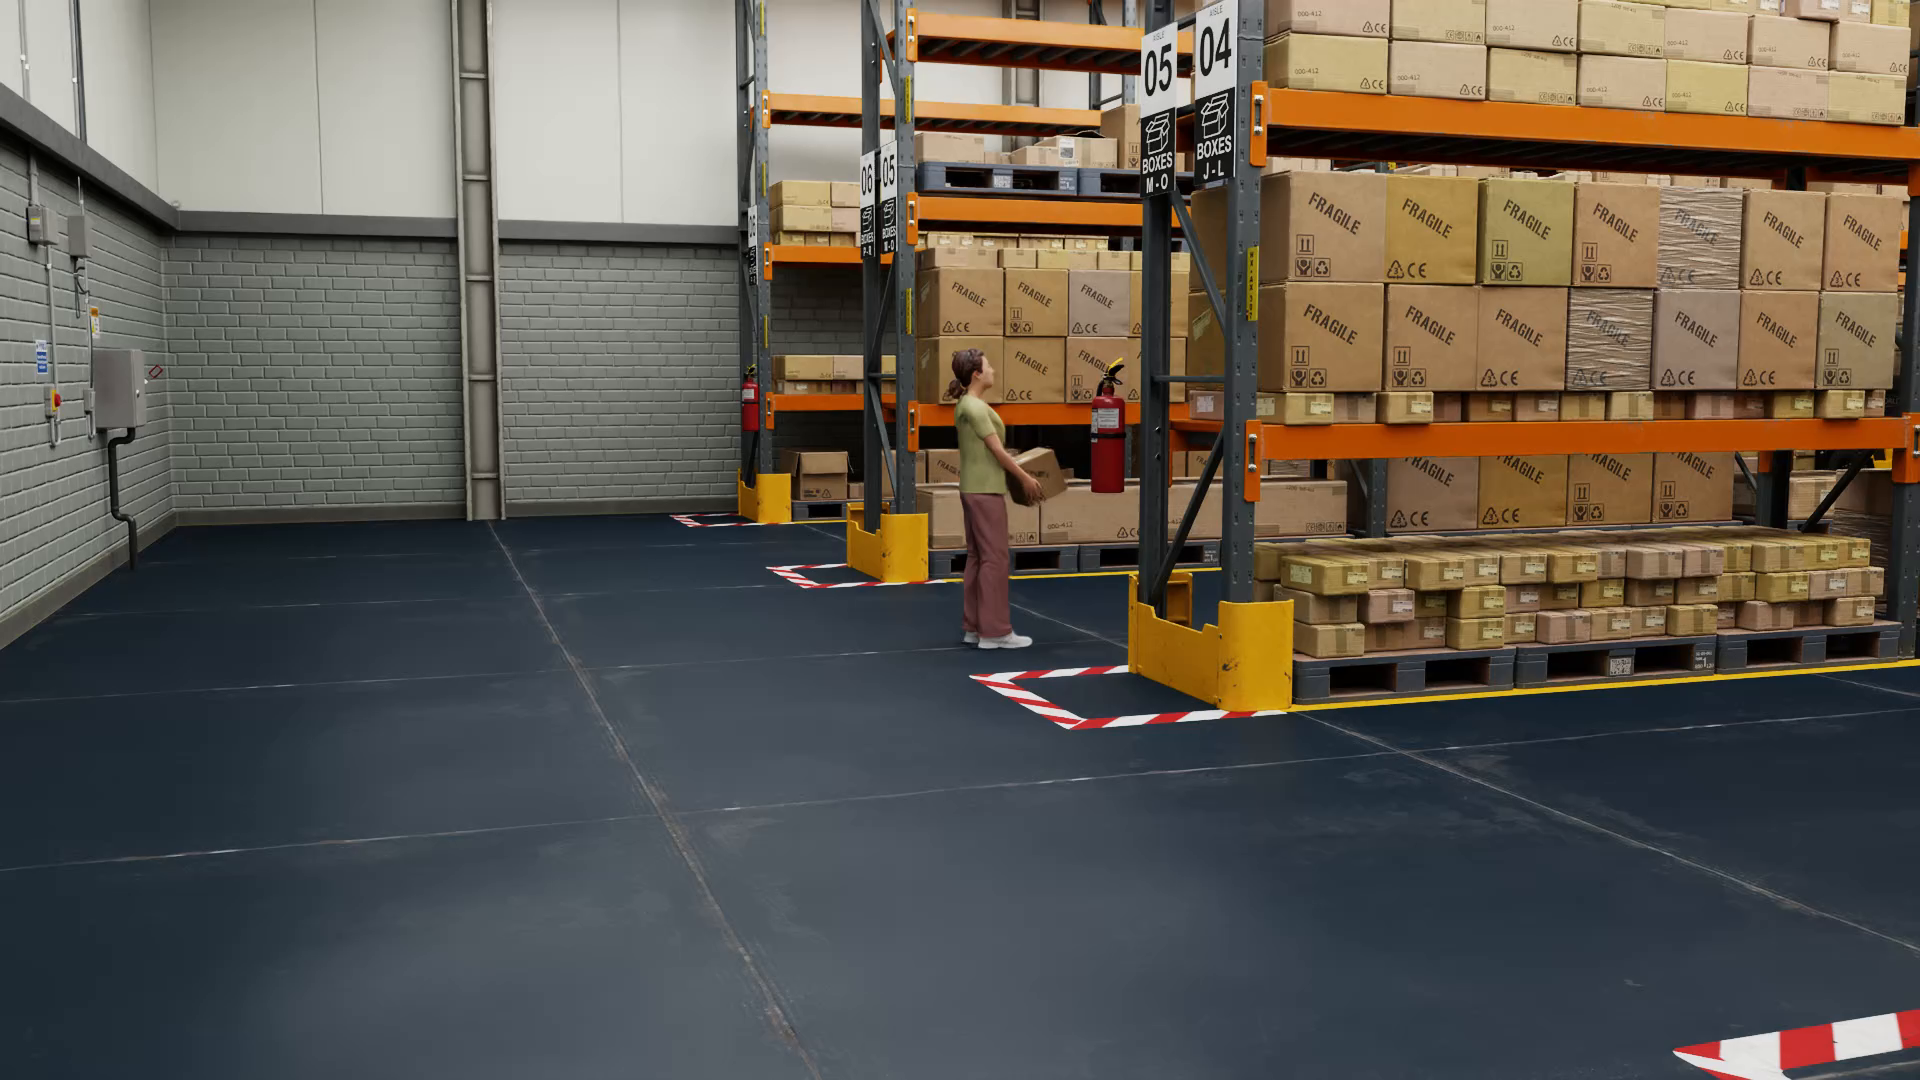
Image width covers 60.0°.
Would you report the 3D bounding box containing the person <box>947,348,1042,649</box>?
[{"bbox_3d":[0.186,-0.240,9.371,0.529,1.675,0.447,-1,6,-6],"label":"person"}]
